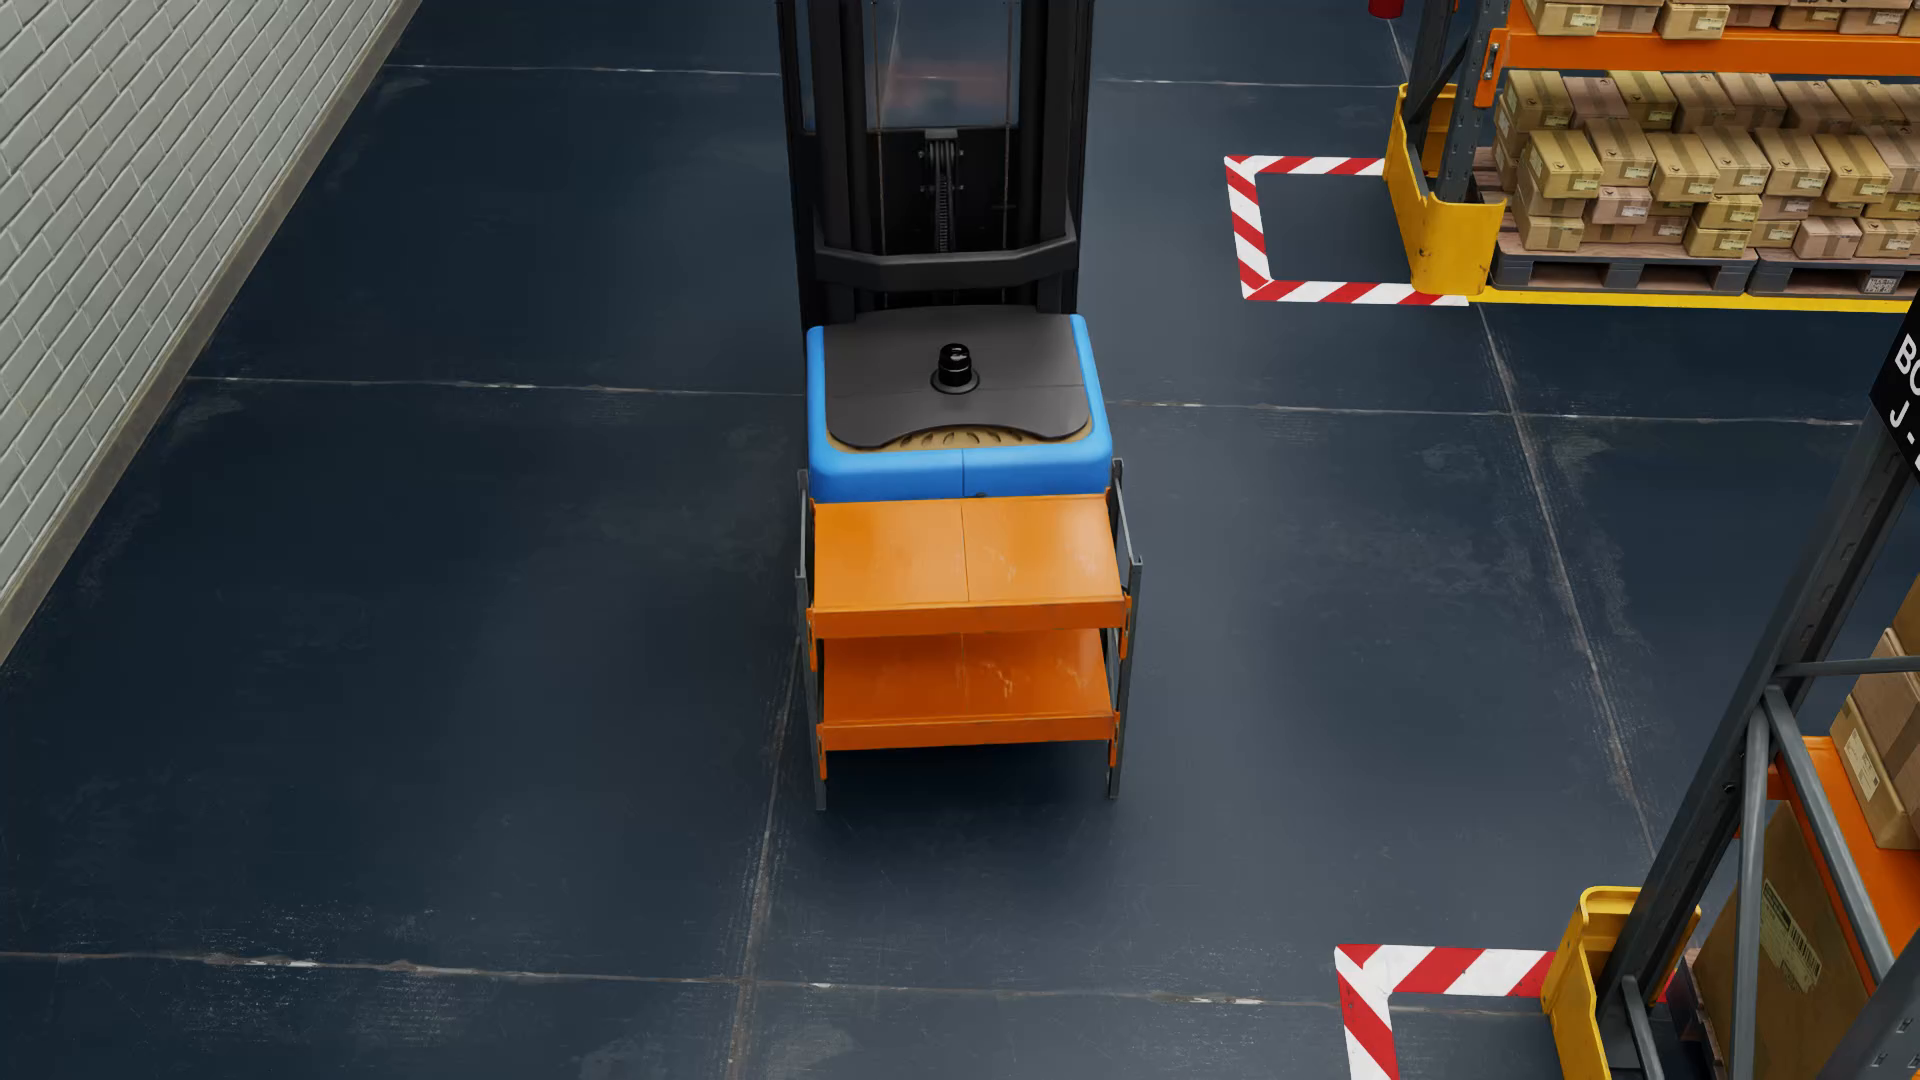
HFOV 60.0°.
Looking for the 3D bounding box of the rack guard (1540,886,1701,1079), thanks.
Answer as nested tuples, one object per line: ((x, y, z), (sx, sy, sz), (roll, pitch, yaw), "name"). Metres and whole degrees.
((1.967, 1.609, 4.656), (0.348, 0.500, 1.175), (2, 43, 2), "rack guard")

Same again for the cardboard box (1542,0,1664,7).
((2.751, -2.623, 7.073), (0.500, 0.500, 0.500), (4, 43, 4), "cardboard box")

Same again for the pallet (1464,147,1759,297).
((3.201, -1.608, 8.321), (1.213, 0.211, 1.003), (2, 43, 2), "pallet")

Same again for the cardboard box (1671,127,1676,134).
((3.638, -1.984, 8.244), (0.250, 0.149, 0.380), (1, 43, 1), "cardboard box")

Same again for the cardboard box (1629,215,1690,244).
((3.338, -1.601, 8.051), (0.250, 0.149, 0.380), (2, 43, 2), "cardboard box")

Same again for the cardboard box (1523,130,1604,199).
((2.823, -1.760, 7.786), (0.250, 0.149, 0.380), (0, 43, 0), "cardboard box")

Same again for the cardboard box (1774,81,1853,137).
((4.153, -2.091, 8.140), (0.250, 0.149, 0.380), (0, 43, 0), "cardboard box")

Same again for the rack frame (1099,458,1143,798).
((0.523, 0.316, 5.585), (0.032, 1.125, 0.500), (-2, 43, -2), "rack frame")

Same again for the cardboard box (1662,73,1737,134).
((3.624, -2.144, 8.198), (0.250, 0.149, 0.380), (0, 43, 0), "cardboard box")

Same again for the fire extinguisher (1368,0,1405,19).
((2.084, -2.837, 7.925), (0.183, 0.674, 0.296), (2, 43, 2), "fire extinguisher")

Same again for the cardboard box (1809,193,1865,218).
((4.140, -1.708, 7.948), (0.250, 0.149, 0.380), (4, 43, 4), "cardboard box")

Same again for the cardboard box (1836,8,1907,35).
((3.927, -2.363, 7.271), (0.250, 0.149, 0.380), (1, 43, 1), "cardboard box")

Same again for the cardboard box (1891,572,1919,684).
((2.489, 0.203, 3.674), (0.500, 0.500, 0.500), (2, 43, 2), "cardboard box")

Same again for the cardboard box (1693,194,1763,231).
((3.598, -1.632, 7.866), (0.250, 0.149, 0.380), (3, 43, 3), "cardboard box")

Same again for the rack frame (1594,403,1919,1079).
((1.991, 0.695, 3.803), (0.127, 3.000, 1.000), (2, 43, 2), "rack frame")

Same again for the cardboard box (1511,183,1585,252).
((2.824, -1.556, 8.003), (0.250, 0.149, 0.380), (3, 43, 3), "cardboard box")

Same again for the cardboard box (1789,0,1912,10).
((3.776, -2.600, 7.049), (0.500, 0.500, 0.500), (2, 43, 2), "cardboard box")

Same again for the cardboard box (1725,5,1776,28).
((3.412, -2.415, 7.326), (0.250, 0.149, 0.380), (4, 43, 4), "cardboard box")

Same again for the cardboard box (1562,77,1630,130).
((3.104, -2.117, 8.169), (0.250, 0.149, 0.380), (3, 43, 3), "cardboard box")

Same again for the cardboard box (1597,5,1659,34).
((2.880, -2.375, 7.283), (0.250, 0.149, 0.380), (3, 43, 3), "cardboard box")

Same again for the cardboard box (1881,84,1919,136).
((4.661, -2.067, 8.116), (0.250, 0.149, 0.380), (0, 43, 0), "cardboard box")

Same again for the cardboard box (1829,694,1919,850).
((2.361, 0.574, 4.118), (0.250, 0.149, 0.380), (3, 43, 3), "cardboard box")

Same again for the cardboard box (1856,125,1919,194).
((4.394, -1.791, 7.819), (0.250, 0.149, 0.380), (2, 43, 2), "cardboard box")

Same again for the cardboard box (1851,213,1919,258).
((4.370, -1.517, 7.962), (0.250, 0.149, 0.380), (2, 43, 2), "cardboard box")

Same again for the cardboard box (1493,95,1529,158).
((2.855, -2.077, 8.344), (0.250, 0.149, 0.380), (1, 43, 1), "cardboard box")

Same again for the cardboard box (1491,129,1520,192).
((2.850, -1.916, 8.389), (0.250, 0.149, 0.380), (2, 43, 3), "cardboard box")

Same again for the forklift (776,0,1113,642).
((-0.104, -1.573, 6.288), (1.130, 2.935, 3.031), (-3, 43, -3), "forklift")

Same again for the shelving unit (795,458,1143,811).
((0.015, 0.335, 5.565), (1.048, 1.125, 0.538), (-2, 43, -2), "shelving unit")

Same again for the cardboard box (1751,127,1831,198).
((3.878, -1.772, 7.799), (0.250, 0.149, 0.380), (3, 43, 4), "cardboard box")

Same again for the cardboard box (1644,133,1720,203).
((3.350, -1.739, 7.763), (0.250, 0.149, 0.380), (2, 43, 2), "cardboard box")

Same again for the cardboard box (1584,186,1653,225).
((3.098, -1.661, 7.898), (0.250, 0.149, 0.380), (2, 43, 2), "cardboard box")

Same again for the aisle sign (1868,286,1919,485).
((1.932, -0.463, 3.139), (0.004, 0.787, 0.394), (2, 43, 2), "aisle sign")

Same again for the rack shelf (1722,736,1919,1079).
((3.989, 1.020, 3.983), (4.000, 0.370, 1.077), (2, 43, 2), "rack shelf")

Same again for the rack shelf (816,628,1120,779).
((0.015, 0.514, 5.732), (1.000, 0.278, 0.538), (-2, 43, -2), "rack shelf")

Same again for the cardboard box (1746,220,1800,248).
((3.847, -1.575, 8.024), (0.250, 0.149, 0.380), (2, 43, 2), "cardboard box")
